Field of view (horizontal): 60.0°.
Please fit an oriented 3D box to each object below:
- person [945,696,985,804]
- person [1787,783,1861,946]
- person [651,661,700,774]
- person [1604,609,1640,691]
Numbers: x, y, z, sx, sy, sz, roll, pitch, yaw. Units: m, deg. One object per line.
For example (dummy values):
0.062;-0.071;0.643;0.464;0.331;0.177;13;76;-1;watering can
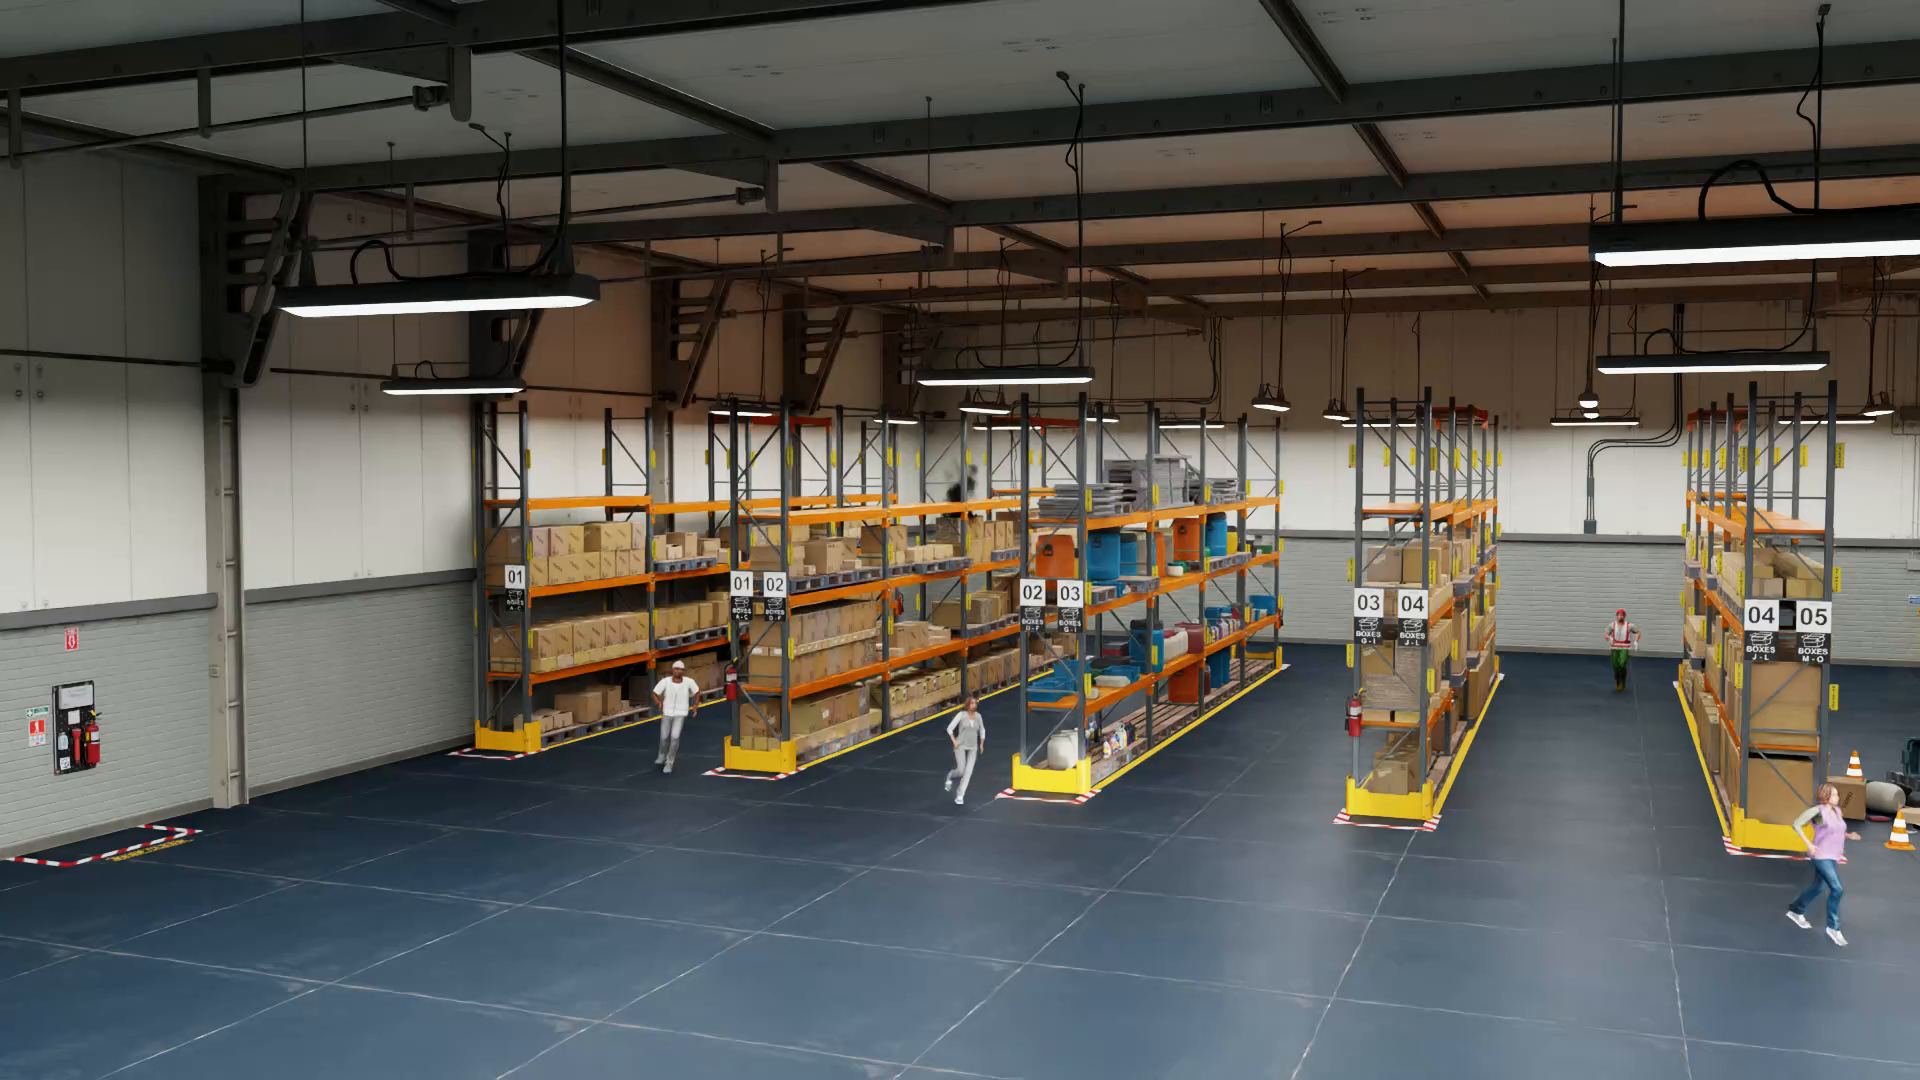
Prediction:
0.112;3.052;24.327;0.584;1.527;0.617;-1;3;-19;person
9.009;3.355;17.371;0.523;1.647;0.739;-2;3;-35;person
-4.593;2.833;26.803;0.759;1.789;0.753;0;3;-3;person
14.200;2.368;35.776;0.677;1.770;0.651;2;3;36;person
